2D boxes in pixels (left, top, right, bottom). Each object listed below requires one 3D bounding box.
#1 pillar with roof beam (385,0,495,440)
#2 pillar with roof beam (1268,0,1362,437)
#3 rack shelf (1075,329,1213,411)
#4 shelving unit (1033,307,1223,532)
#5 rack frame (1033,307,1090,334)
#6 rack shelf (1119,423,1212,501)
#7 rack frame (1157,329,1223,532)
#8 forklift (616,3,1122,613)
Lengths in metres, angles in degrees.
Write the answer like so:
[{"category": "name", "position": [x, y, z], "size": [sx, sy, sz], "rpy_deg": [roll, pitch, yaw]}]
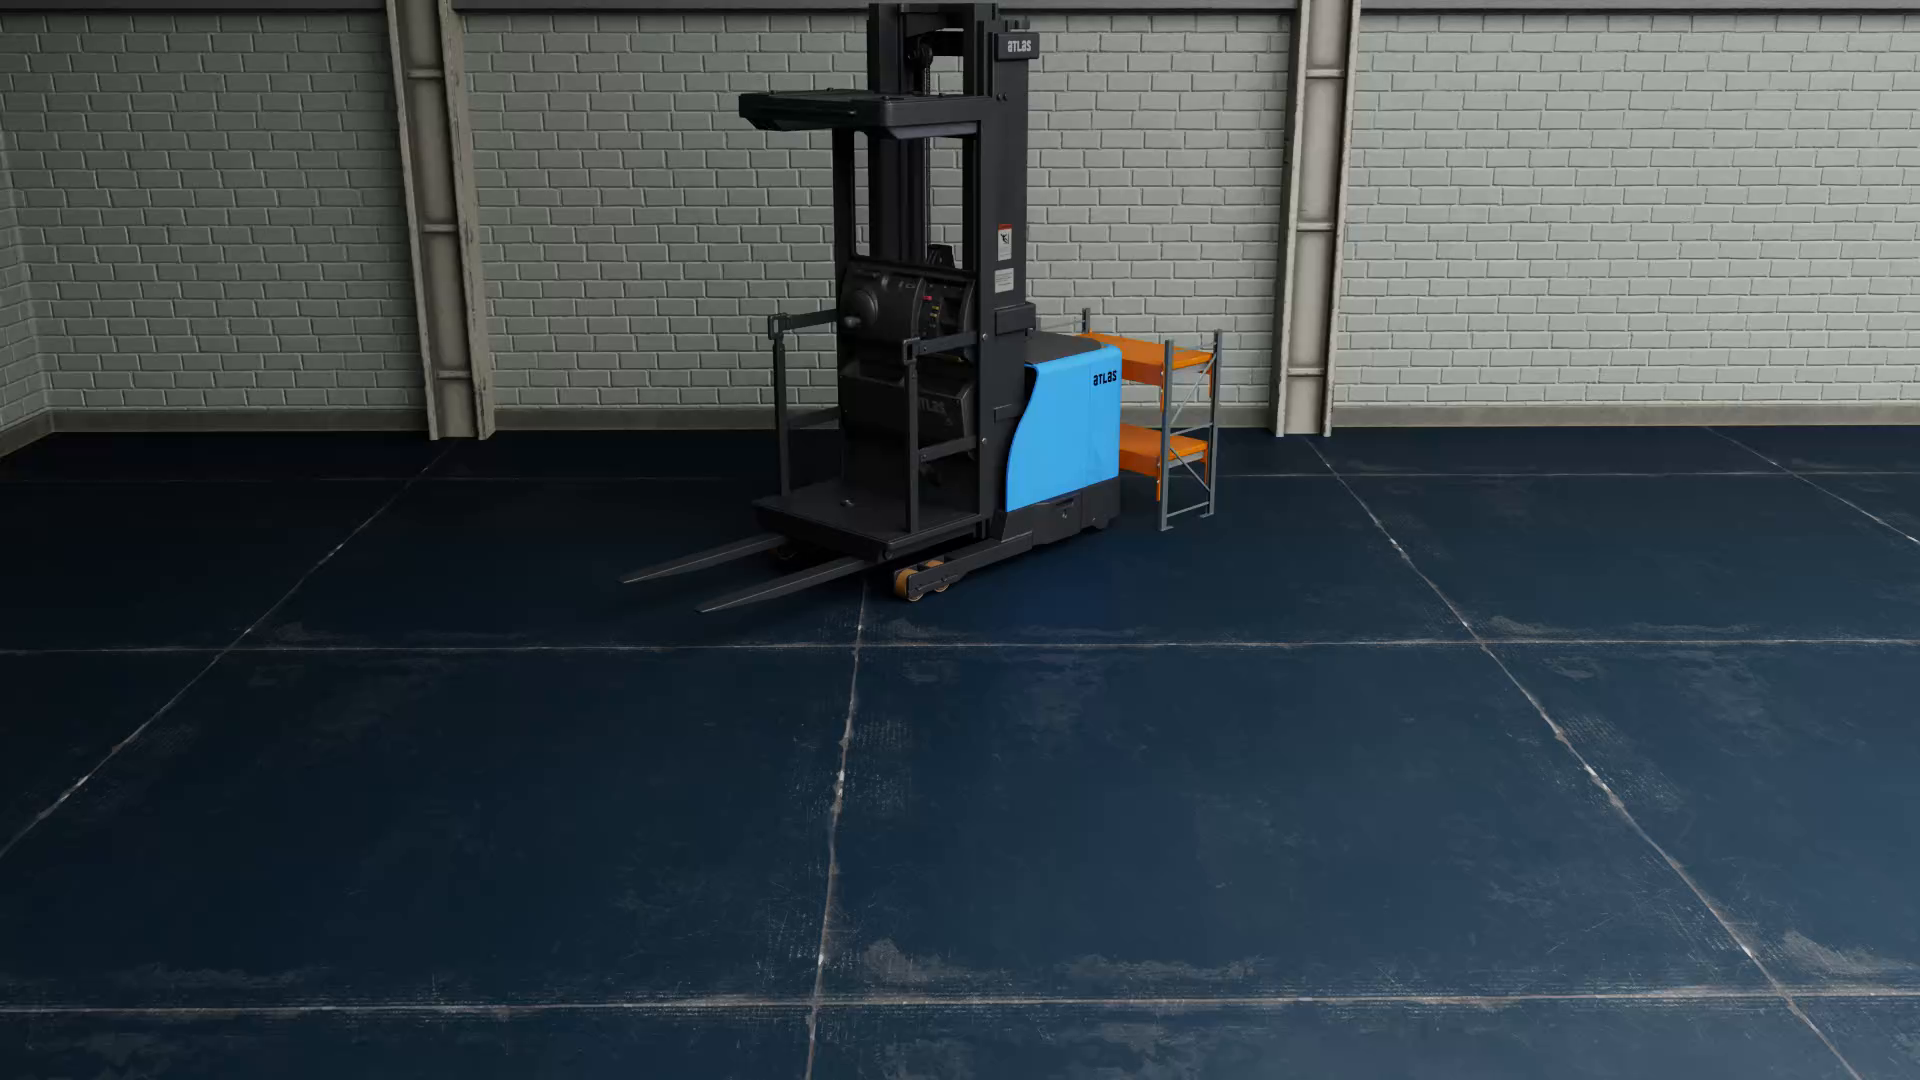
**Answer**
[{"category": "pillar with roof beam", "position": [-3.488, -3.726, 6.429], "size": [0.400, 9.000, 9.100], "rpy_deg": [0, 18, -1]}, {"category": "pillar with roof beam", "position": [2.511, -3.755, 6.520], "size": [0.400, 9.000, 9.100], "rpy_deg": [0, 18, -1]}, {"category": "rack shelf", "position": [0.985, -1.031, 9.959], "size": [0.538, 0.278, 1.000], "rpy_deg": [-17, 24, -42]}, {"category": "shelving unit", "position": [0.985, -0.752, 10.048], "size": [0.538, 1.125, 1.048], "rpy_deg": [-17, 24, -42]}, {"category": "rack frame", "position": [0.627, -0.862, 10.392], "size": [0.500, 1.125, 0.032], "rpy_deg": [-17, 24, -42]}, {"category": "rack shelf", "position": [0.985, -0.519, 10.123], "size": [0.538, 0.278, 1.000], "rpy_deg": [-17, 24, -42]}, {"category": "rack frame", "position": [1.343, -0.642, 9.705], "size": [0.500, 1.125, 0.032], "rpy_deg": [-17, 24, -42]}, {"category": "forklift", "position": [-0.427, -1.255, 8.661], "size": [1.130, 2.935, 3.031], "rpy_deg": [16, 24, 40]}]
